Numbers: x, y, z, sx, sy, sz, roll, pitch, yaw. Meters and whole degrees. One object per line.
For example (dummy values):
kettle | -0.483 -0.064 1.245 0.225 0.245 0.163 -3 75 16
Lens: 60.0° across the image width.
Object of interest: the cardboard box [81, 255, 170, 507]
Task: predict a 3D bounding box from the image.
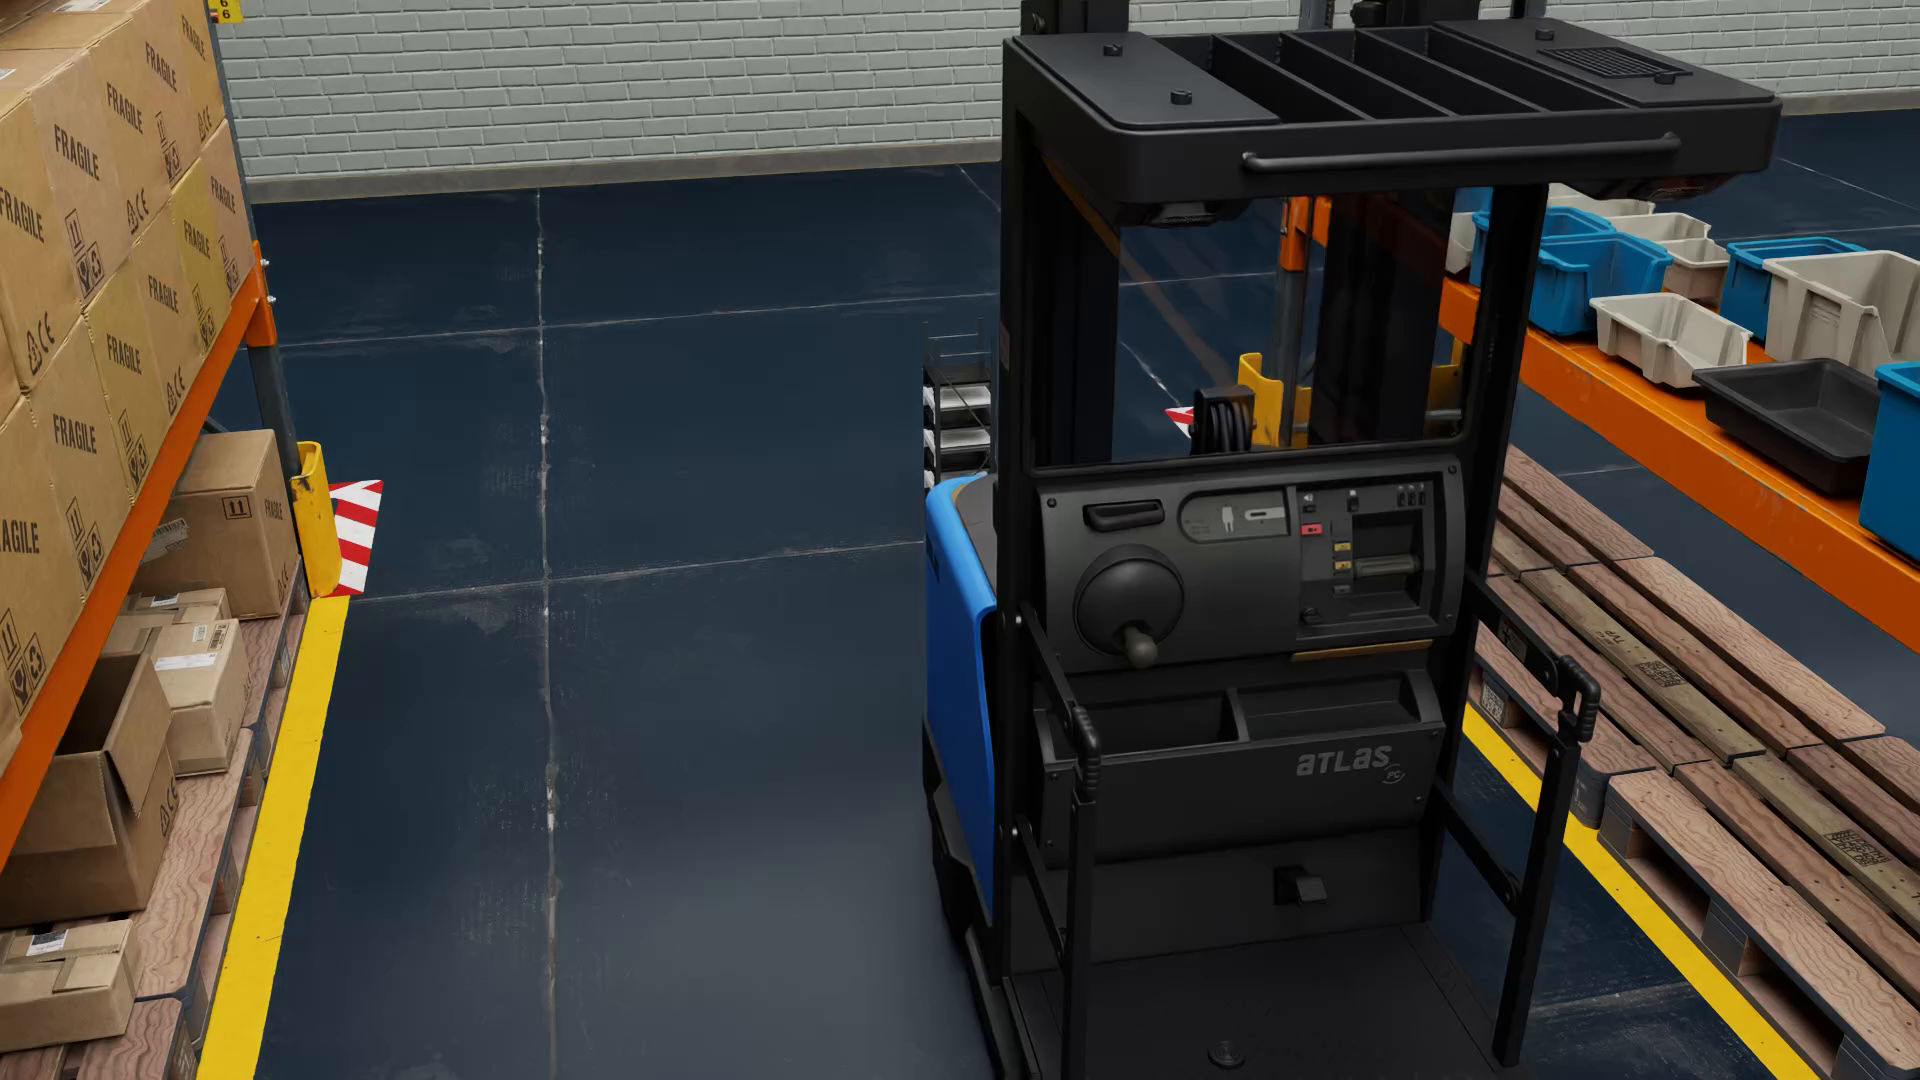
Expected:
cardboard box | -2.296 -0.383 4.069 0.500 0.500 0.500 -6 27 -12

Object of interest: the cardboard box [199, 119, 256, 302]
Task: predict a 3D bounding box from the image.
cardboard box | -2.637 -1.051 5.393 0.500 0.500 0.500 -5 27 -10

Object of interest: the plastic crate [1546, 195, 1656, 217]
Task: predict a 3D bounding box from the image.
plastic crate | 2.235 -1.118 5.862 0.396 0.136 0.243 -6 27 -12

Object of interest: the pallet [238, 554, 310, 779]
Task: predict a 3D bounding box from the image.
pallet | -2.806 0.453 5.620 1.003 0.211 1.213 -6 27 -12

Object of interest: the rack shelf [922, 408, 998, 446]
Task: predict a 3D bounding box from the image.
rack shelf | -0.002 -0.456 6.529 0.258 0.077 0.200 -6 27 -12

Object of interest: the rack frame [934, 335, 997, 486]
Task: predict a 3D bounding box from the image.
rack frame | 0.021 -0.361 6.466 0.240 0.900 0.006 -6 27 -12

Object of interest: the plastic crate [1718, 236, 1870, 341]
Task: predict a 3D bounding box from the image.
plastic crate | 2.536 -0.754 5.033 0.416 0.233 0.300 -6 27 -12

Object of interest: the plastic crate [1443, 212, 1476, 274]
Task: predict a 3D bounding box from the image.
plastic crate | 1.703 -0.997 5.623 0.250 0.136 0.298 -6 27 -12

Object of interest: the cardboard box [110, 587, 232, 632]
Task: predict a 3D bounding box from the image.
cardboard box | -2.637 0.293 5.496 0.380 0.166 0.250 -6 27 -12

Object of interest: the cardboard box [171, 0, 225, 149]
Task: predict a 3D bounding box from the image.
cardboard box | -2.635 -1.499 5.171 0.500 0.500 0.500 -6 27 -12

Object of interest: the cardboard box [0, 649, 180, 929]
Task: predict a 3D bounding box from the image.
cardboard box | -2.530 0.674 4.368 0.797 0.503 0.637 -6 27 -12

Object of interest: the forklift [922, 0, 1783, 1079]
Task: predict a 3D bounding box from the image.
forklift | 0.668 0.085 3.329 1.130 2.935 3.031 -5 27 -10

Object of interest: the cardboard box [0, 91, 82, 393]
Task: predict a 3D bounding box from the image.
cardboard box | -2.166 -0.598 3.386 0.500 0.500 0.500 -7 28 -13

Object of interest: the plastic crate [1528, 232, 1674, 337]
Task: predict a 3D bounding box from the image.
plastic crate | 1.923 -0.778 5.081 0.416 0.233 0.300 -6 27 -12

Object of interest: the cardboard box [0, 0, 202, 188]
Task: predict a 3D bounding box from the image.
cardboard box | -2.520 -1.278 4.732 0.500 0.500 0.500 -5 27 -10

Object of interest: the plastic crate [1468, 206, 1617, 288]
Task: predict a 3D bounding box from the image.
plastic crate | 1.855 -0.909 5.342 0.416 0.233 0.300 -6 27 -12

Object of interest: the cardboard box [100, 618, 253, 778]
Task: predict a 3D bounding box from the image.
cardboard box | -2.456 0.489 5.015 0.500 0.250 0.500 -6 27 -12

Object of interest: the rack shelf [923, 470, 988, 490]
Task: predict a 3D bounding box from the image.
rack shelf | -0.002 -0.215 6.650 0.258 0.077 0.200 -6 27 -12

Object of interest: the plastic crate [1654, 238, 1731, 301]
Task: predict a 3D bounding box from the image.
plastic crate | 2.406 -0.870 5.371 0.298 0.136 0.250 -6 27 -12

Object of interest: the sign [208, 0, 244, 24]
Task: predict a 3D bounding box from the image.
sign | -2.458 -1.881 5.513 0.100 0.325 0.005 -6 27 -12

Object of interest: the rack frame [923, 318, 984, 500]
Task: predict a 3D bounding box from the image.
rack frame | -0.025 -0.450 6.643 0.240 0.900 0.006 -6 27 -12

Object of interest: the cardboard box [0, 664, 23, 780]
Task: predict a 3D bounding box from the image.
cardboard box | -1.951 0.284 2.747 0.500 0.500 0.500 -5 27 -10

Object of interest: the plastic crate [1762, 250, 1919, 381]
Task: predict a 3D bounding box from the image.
plastic crate | 2.560 -0.584 4.643 0.437 0.282 0.530 -6 27 -12

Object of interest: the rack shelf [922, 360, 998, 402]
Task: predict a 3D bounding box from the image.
rack shelf | -0.002 -0.617 6.448 0.258 0.077 0.200 -6 27 -12

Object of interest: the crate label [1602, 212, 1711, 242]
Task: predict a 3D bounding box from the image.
crate label | 2.321 -0.998 5.624 0.396 0.136 0.243 -6 27 -12

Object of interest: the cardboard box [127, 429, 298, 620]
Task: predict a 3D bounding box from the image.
cardboard box | -2.641 -0.043 5.791 0.500 0.500 0.500 -6 27 -12

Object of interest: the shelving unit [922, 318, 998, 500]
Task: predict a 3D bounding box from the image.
shelving unit | -0.002 -0.405 6.554 0.258 0.900 0.210 -6 27 -12

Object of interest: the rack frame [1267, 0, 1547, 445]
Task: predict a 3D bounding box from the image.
rack frame | 1.823 -1.677 6.744 1.000 3.000 0.127 -6 27 -12

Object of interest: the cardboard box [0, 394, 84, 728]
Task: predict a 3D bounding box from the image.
cardboard box | -2.070 0.060 3.192 0.500 0.500 0.500 -5 27 -11

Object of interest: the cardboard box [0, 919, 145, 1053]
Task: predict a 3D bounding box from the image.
cardboard box | -2.190 1.064 3.970 0.380 0.166 0.250 -6 27 -12

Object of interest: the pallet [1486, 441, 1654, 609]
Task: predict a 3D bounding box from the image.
pallet | 1.971 -0.066 6.647 1.003 0.211 1.213 -6 27 -12

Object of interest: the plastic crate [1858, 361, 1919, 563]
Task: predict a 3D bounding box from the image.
plastic crate | 2.287 -0.111 3.592 0.392 0.384 0.575 -6 27 -12

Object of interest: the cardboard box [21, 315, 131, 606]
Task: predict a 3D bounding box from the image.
cardboard box | -2.180 -0.160 3.627 0.500 0.500 0.500 -6 27 -12

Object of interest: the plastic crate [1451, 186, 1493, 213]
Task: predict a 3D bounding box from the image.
plastic crate | 1.707 -1.198 5.914 0.416 0.233 0.300 -6 27 -12

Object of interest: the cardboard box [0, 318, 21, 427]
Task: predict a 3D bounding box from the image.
cardboard box | -2.051 -0.373 2.939 0.500 0.500 0.500 -7 28 -13

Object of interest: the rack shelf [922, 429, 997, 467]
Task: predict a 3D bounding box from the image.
rack shelf | -0.002 -0.376 6.569 0.258 0.077 0.200 -6 27 -12

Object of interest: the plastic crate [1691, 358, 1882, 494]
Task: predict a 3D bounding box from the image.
plastic crate | 2.211 -0.289 4.233 0.437 0.125 0.590 -6 27 -12

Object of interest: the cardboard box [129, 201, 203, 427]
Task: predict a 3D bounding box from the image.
cardboard box | -2.410 -0.604 4.508 0.500 0.500 0.500 -6 27 -11

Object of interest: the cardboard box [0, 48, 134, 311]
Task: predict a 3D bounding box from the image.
cardboard box | -2.283 -0.825 3.835 0.500 0.500 0.500 -5 27 -10

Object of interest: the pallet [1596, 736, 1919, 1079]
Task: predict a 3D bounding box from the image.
pallet | 2.521 1.005 4.525 1.003 0.211 1.213 -6 27 -12

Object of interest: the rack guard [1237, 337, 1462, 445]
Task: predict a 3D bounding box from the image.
rack guard | 1.805 -0.570 7.325 1.175 0.500 0.348 -6 27 -12

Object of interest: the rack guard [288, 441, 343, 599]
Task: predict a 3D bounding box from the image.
rack guard | -2.986 -0.026 6.248 1.175 0.500 0.348 -6 27 -12

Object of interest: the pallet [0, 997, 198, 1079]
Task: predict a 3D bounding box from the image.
pallet | -2.256 1.524 3.497 1.003 0.211 1.213 -6 27 -12

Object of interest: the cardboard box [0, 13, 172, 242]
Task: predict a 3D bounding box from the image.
cardboard box | -2.399 -1.050 4.282 0.500 0.500 0.500 -5 27 -10

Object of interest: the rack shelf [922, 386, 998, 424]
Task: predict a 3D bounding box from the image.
rack shelf | -0.002 -0.536 6.488 0.258 0.077 0.200 -6 27 -12

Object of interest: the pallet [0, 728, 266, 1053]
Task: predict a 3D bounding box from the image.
pallet | -2.534 0.987 4.560 1.003 0.211 1.213 -6 27 -12

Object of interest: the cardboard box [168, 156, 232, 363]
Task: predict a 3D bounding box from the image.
cardboard box | -2.517 -0.824 4.943 0.500 0.500 0.500 -6 27 -11

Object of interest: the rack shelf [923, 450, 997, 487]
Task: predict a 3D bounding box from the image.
rack shelf | -0.002 -0.295 6.610 0.258 0.077 0.200 -6 27 -12

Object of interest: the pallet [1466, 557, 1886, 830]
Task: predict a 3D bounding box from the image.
pallet | 2.243 0.468 5.588 1.003 0.211 1.213 -6 27 -12

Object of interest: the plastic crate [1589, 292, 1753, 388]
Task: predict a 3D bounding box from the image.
plastic crate | 2.040 -0.564 4.765 0.293 0.136 0.466 -6 27 -12

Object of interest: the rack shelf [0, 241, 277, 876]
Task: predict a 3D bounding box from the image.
rack shelf | -2.553 0.023 4.173 1.077 0.370 4.000 -6 27 -12

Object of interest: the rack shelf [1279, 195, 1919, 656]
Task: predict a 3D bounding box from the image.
rack shelf | 2.274 -0.478 5.166 1.077 0.370 4.000 -6 27 -12

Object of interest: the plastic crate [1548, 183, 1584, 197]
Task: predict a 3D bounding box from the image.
plastic crate | 2.184 -1.247 6.117 0.396 0.136 0.243 -6 27 -12

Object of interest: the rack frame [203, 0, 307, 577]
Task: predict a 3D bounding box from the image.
rack frame | -3.003 -1.176 5.750 1.000 3.000 0.127 -6 27 -12
